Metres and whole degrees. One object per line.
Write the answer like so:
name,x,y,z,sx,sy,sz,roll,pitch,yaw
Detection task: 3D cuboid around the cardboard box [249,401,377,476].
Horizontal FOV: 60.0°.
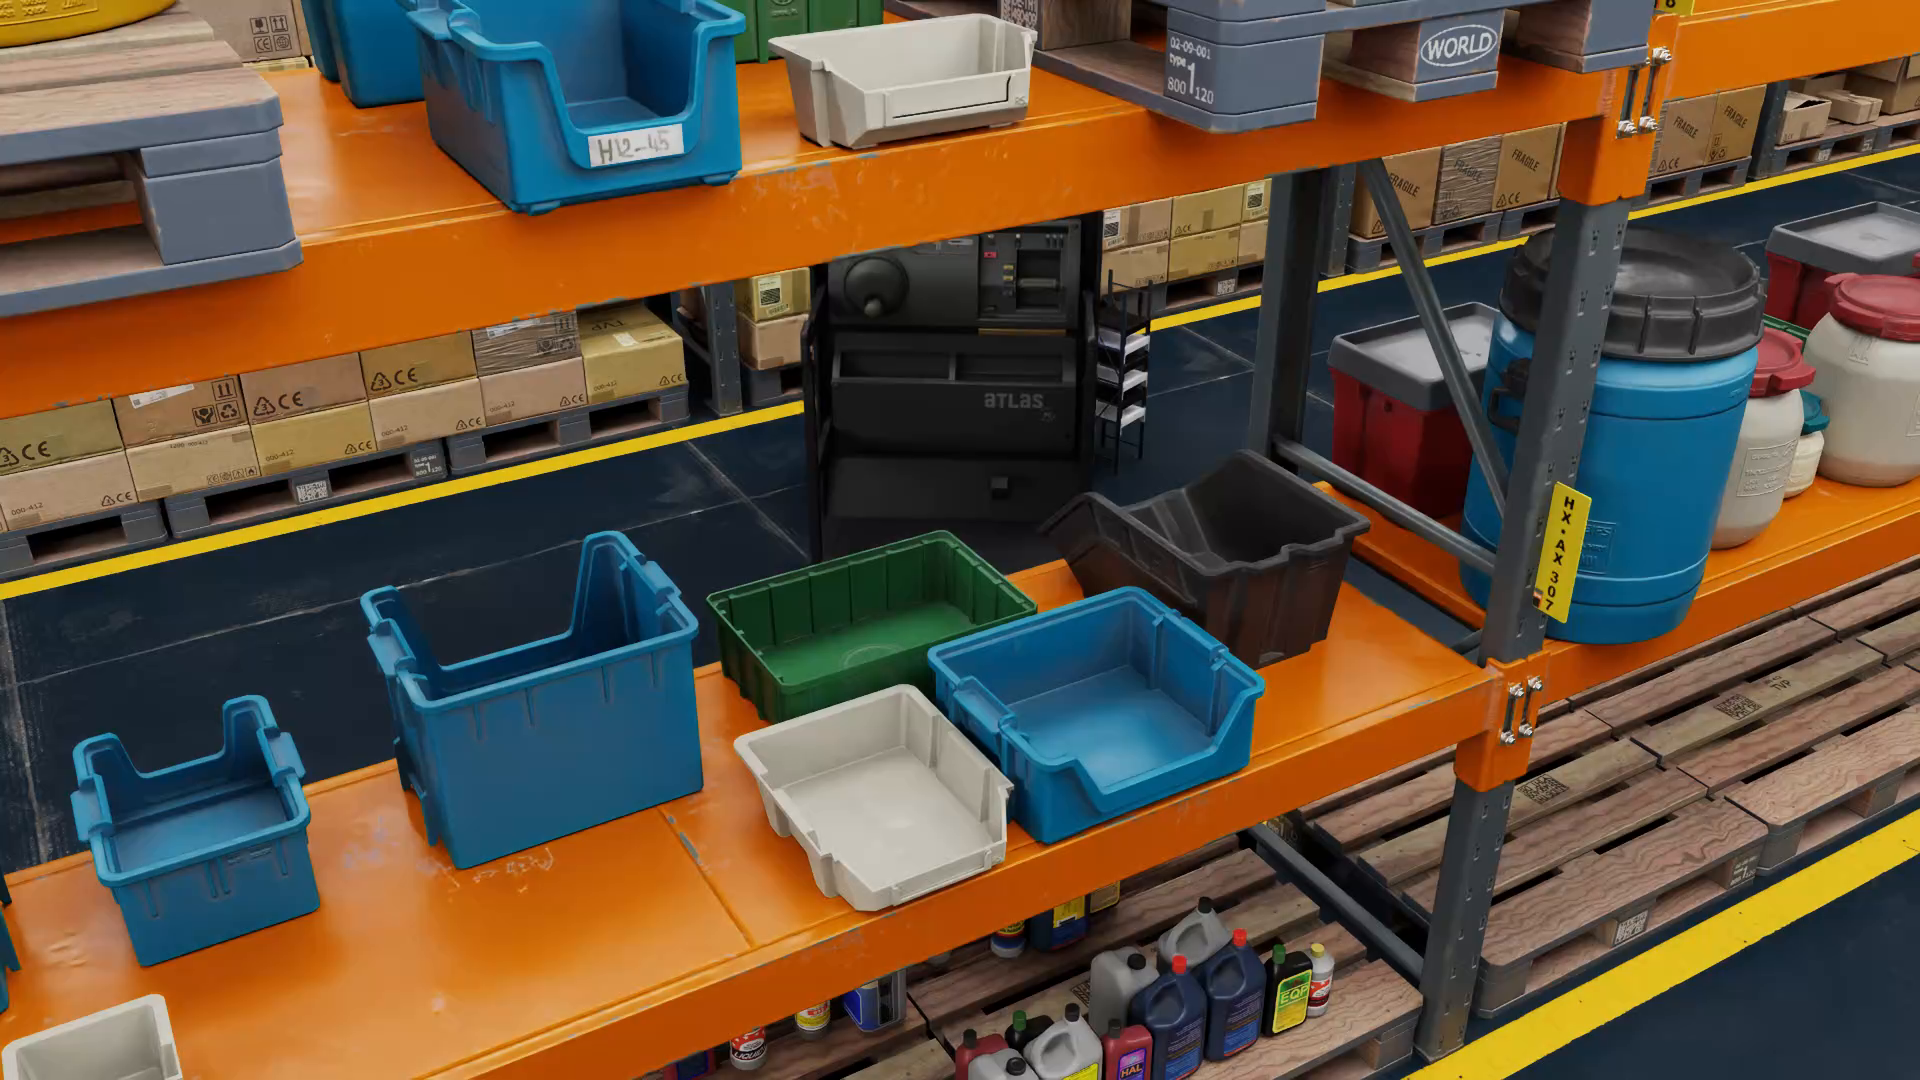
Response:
cardboard box,-2.981,-0.551,7.555,0.500,0.250,0.500,-16,33,-26

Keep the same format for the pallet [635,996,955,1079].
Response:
pallet,-0.548,1.588,4.154,1.213,0.211,1.003,-16,33,-26

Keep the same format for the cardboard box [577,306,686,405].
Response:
cardboard box,-1.690,-0.920,8.224,0.500,0.250,0.500,-16,33,-26

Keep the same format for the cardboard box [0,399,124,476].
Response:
cardboard box,-3.845,-0.636,6.932,0.500,0.500,0.500,-16,33,-26

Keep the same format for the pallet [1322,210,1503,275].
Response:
pallet,2.711,-2.070,10.782,1.213,0.211,1.003,-16,33,-26

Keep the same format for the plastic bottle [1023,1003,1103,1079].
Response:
plastic bottle,0.252,1.291,4.093,0.185,0.351,0.144,-16,33,-27

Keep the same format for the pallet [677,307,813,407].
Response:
pallet,-0.786,-1.121,9.062,1.213,0.211,1.003,-16,33,-26

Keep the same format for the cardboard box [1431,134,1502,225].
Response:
cardboard box,3.033,-2.345,10.526,0.500,0.500,0.500,-17,33,-28

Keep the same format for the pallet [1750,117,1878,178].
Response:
pallet,6.089,-3.050,12.558,1.213,0.211,1.003,-16,33,-26

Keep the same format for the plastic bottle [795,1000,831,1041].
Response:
plastic bottle,-0.392,1.212,4.390,0.097,0.201,0.097,0,29,0

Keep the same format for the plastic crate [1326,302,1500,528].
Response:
plastic crate,1.368,-0.354,4.721,0.583,0.464,0.402,-16,33,-26

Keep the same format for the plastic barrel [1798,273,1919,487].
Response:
plastic barrel,2.674,-0.462,4.843,0.433,0.535,0.433,0,29,0

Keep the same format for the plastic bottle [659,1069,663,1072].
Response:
plastic bottle,-0.751,1.216,4.305,0.135,0.276,0.152,-16,33,-26

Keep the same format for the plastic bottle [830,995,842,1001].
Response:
plastic bottle,-0.330,1.062,4.508,0.185,0.351,0.144,-16,33,-27

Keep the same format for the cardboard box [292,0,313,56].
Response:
cardboard box,-2.648,-2.399,7.046,0.500,0.500,0.700,-16,33,-26

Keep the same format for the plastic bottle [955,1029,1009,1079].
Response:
plastic bottle,0.055,1.314,4.121,0.133,0.283,0.061,-16,33,-26

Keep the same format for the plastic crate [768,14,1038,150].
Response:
plastic crate,-0.074,-0.717,2.613,0.396,0.136,0.243,-16,33,-26

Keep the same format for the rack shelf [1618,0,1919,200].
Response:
rack shelf,2.830,-1.568,4.627,4.000,0.370,1.077,-16,33,-26

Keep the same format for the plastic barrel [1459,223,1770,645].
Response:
plastic barrel,1.592,-0.268,4.113,0.708,0.901,0.600,-16,33,-26

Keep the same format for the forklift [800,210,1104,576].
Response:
forklift,-0.030,-0.950,5.939,1.130,2.935,3.031,1,29,2

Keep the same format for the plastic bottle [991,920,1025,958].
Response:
plastic bottle,0.135,1.032,4.644,0.097,0.271,0.097,0,29,0

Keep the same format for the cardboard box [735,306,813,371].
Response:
cardboard box,-0.928,-1.120,8.587,0.500,0.250,0.500,-17,33,-27

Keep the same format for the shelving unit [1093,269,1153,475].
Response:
shelving unit,0.713,-0.777,7.726,0.258,0.900,0.210,22,36,34

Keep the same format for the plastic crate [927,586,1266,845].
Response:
plastic crate,0.289,0.369,3.631,0.616,0.251,0.499,-16,33,-26

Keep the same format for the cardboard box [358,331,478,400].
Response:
cardboard box,-2.556,-1.007,7.605,0.500,0.500,0.500,-16,33,-26

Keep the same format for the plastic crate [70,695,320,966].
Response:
plastic crate,-1.501,0.560,3.284,0.408,0.251,0.499,-16,33,-26

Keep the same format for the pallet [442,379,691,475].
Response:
pallet,-2.108,-0.747,8.384,1.213,0.211,1.003,-16,33,-26

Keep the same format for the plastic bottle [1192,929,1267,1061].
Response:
plastic bottle,0.696,1.165,4.322,0.185,0.351,0.144,-17,33,-28

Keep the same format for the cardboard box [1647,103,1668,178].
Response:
cardboard box,4.353,-2.721,11.208,0.500,0.500,0.500,-15,32,-26

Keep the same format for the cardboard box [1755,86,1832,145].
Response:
cardboard box,5.968,-3.131,12.147,0.500,0.311,0.500,-16,33,-26

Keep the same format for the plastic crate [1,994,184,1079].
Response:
plastic crate,-1.409,0.929,2.735,0.250,0.136,0.298,-16,33,-26

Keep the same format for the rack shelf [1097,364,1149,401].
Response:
rack shelf,0.713,-0.748,7.742,0.258,0.077,0.200,22,36,34

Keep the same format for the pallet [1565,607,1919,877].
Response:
pallet,2.816,0.632,5.887,1.213,0.211,1.003,-16,33,-26

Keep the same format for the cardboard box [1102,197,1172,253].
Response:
cardboard box,0.839,-1.866,9.358,0.500,0.311,0.500,-16,33,-27

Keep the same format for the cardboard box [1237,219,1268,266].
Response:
cardboard box,1.718,-1.873,9.951,0.500,0.250,0.500,-15,32,-25

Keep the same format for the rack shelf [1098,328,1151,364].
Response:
rack shelf,0.713,-0.905,7.655,0.258,0.077,0.200,22,36,34

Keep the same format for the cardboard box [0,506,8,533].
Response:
cardboard box,-4.275,-0.184,6.890,0.500,0.250,0.500,-16,33,-26

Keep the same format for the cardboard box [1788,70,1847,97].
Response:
cardboard box,6.490,-3.560,12.923,0.500,0.311,0.500,-16,33,-26

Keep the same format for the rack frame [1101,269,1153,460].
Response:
rack frame,0.778,-0.815,7.795,0.240,0.900,0.006,22,36,34

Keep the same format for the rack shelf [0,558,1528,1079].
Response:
rack shelf,-0.619,0.724,3.578,4.000,0.370,1.077,-16,33,-26

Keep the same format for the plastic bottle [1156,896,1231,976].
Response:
plastic bottle,0.623,1.104,4.430,0.185,0.351,0.144,-16,33,-26

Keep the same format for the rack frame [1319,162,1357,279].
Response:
rack frame,2.048,-3.124,9.806,0.127,3.000,1.000,-16,33,-26
